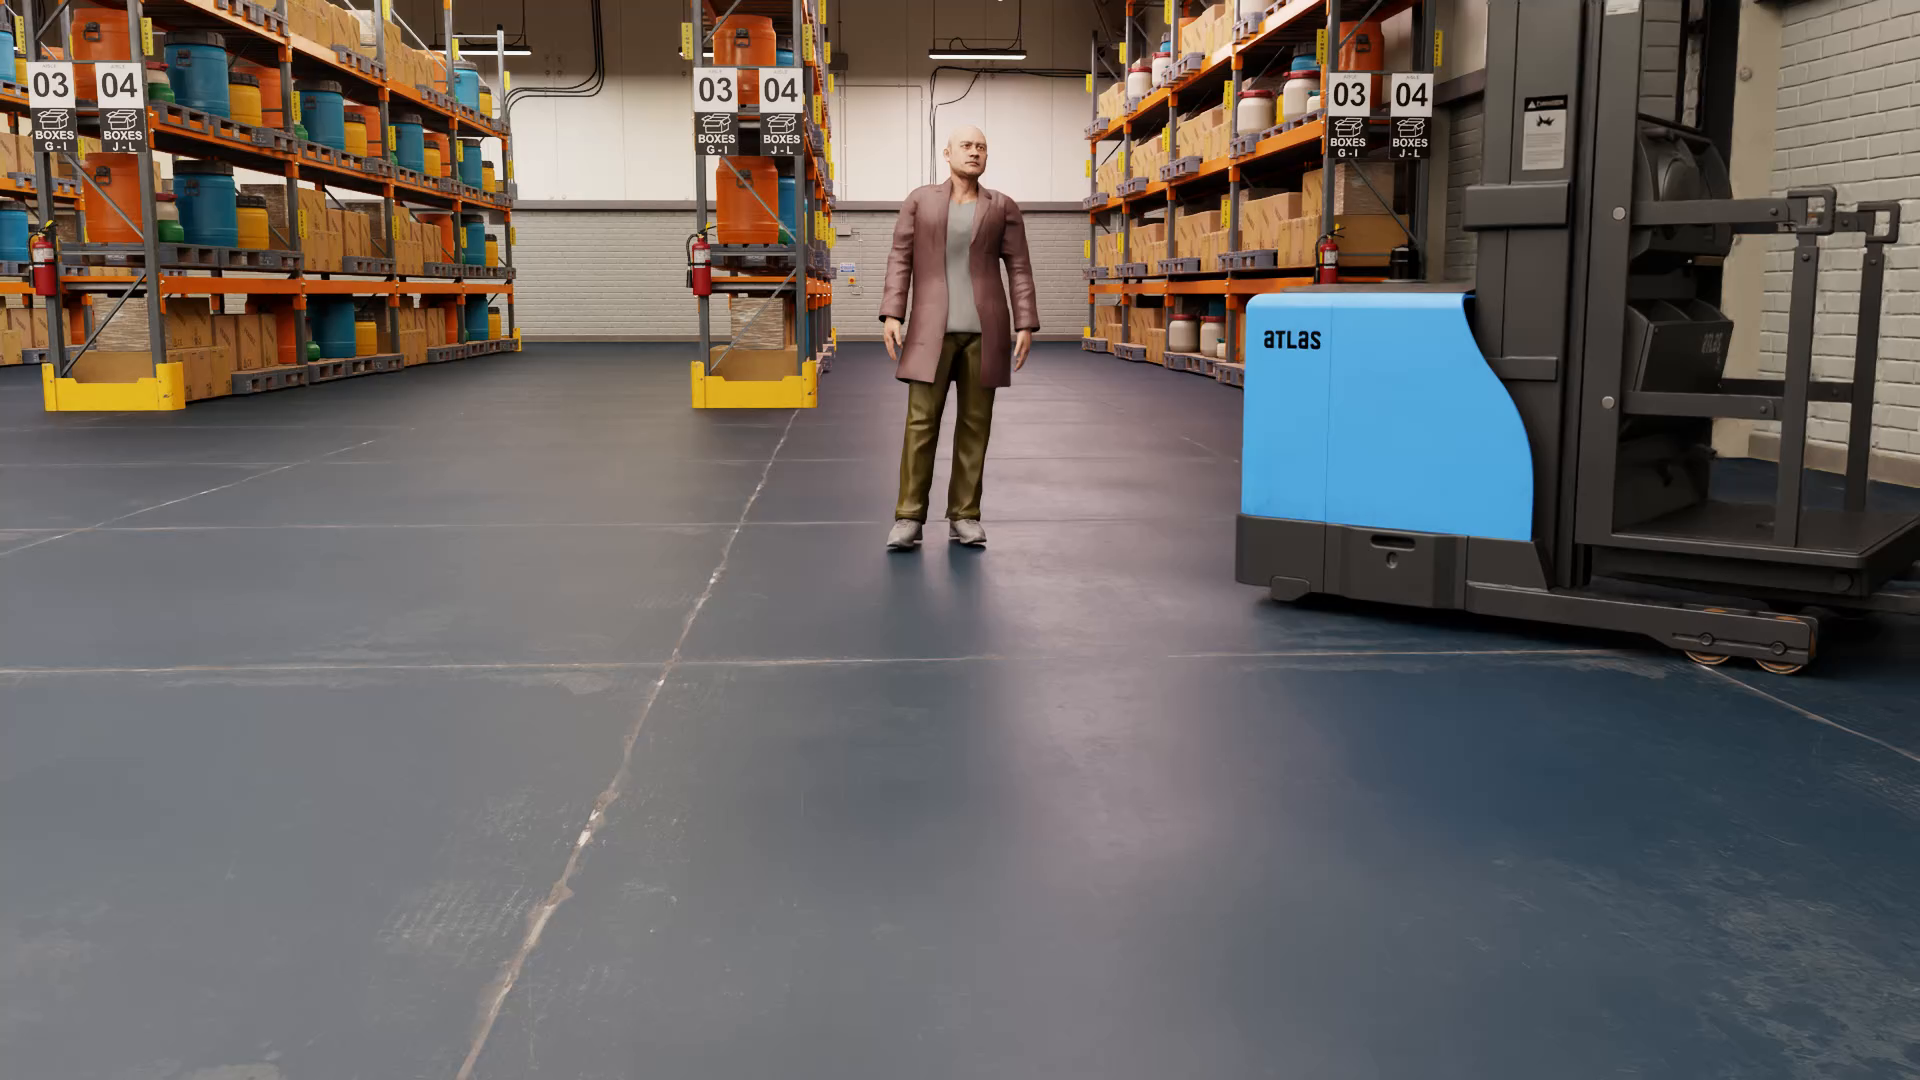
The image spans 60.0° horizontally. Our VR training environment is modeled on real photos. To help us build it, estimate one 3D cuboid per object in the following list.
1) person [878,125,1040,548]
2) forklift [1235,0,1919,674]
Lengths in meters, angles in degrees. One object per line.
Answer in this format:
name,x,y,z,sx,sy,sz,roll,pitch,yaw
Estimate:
person,0.002,-0.873,7.087,0.696,1.778,0.579,-1,8,-4
forklift,2.441,-1.155,5.109,3.031,2.935,1.130,7,11,38
